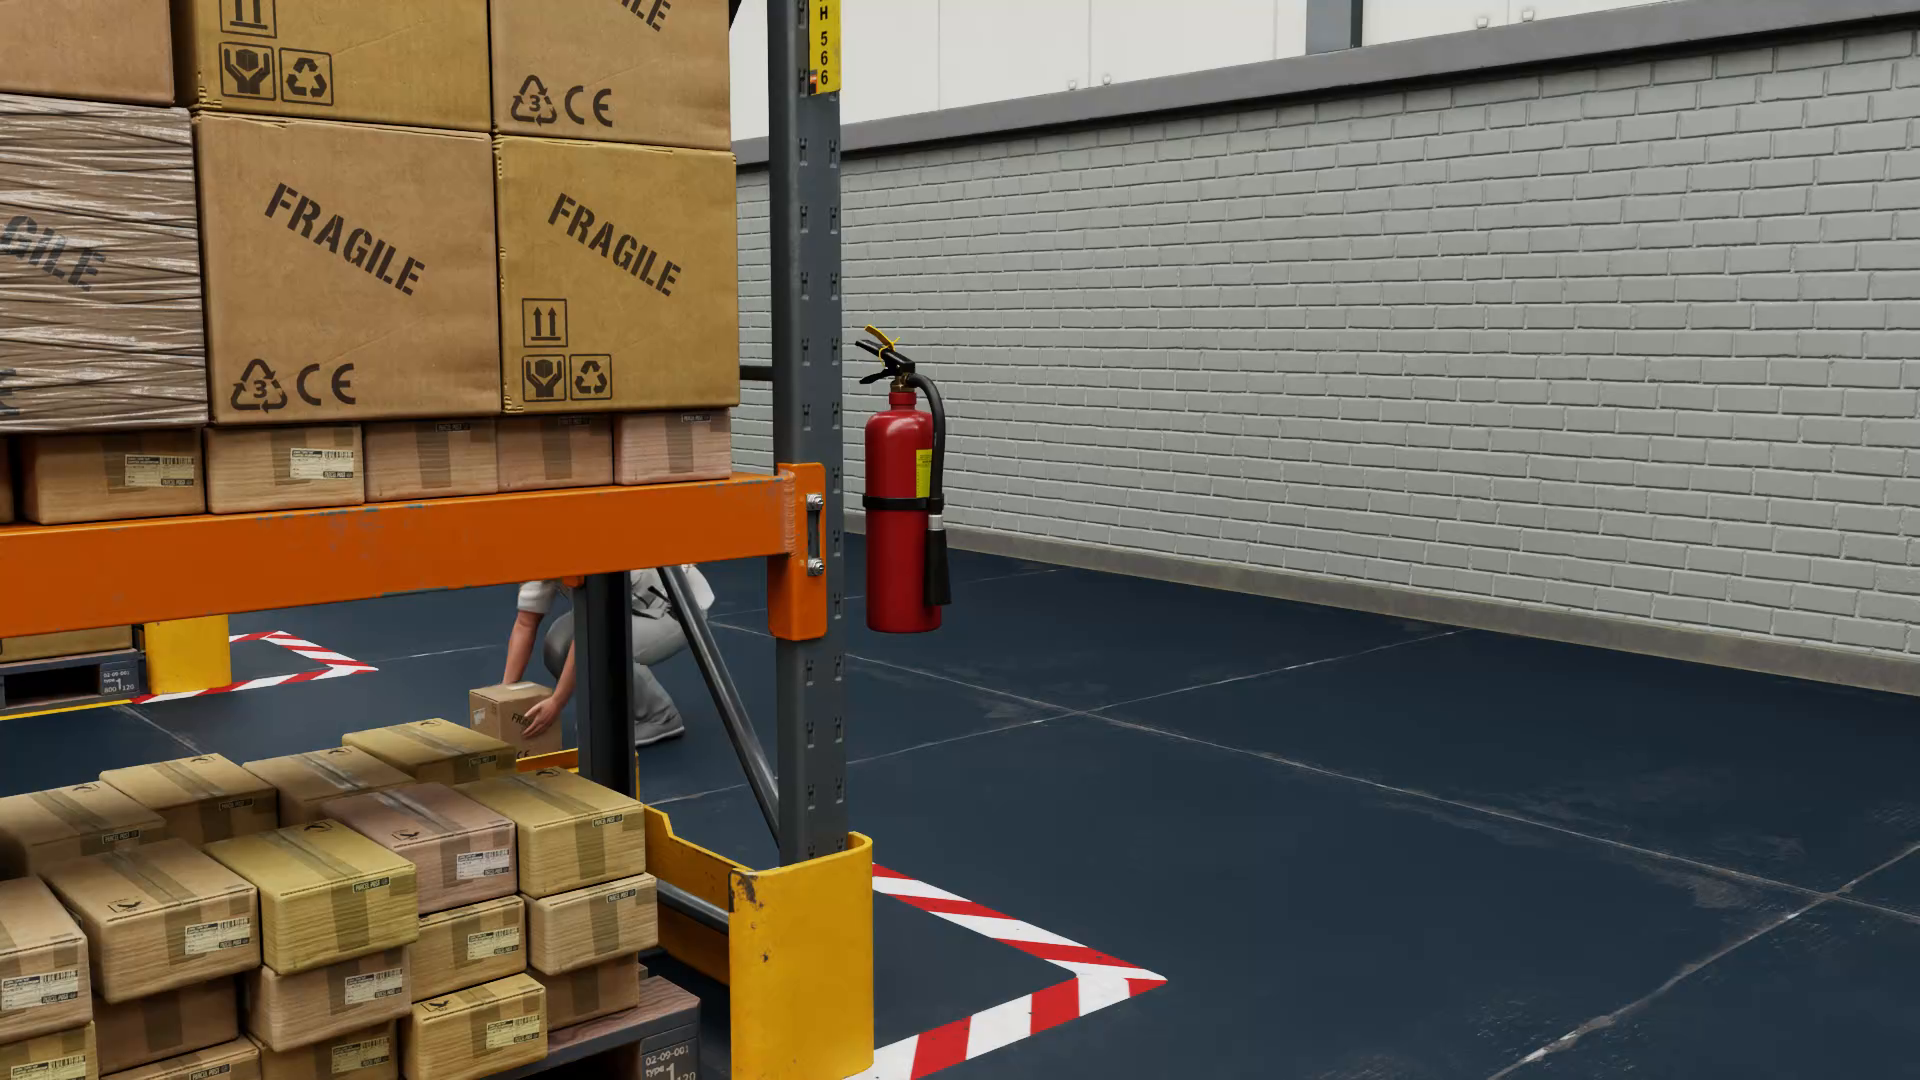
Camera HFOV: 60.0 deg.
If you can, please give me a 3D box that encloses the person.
[{"bbox_3d":[-1.396,0.310,6.422,0.951,0.973,0.563,-6,10,-41],"label":"person"}]
